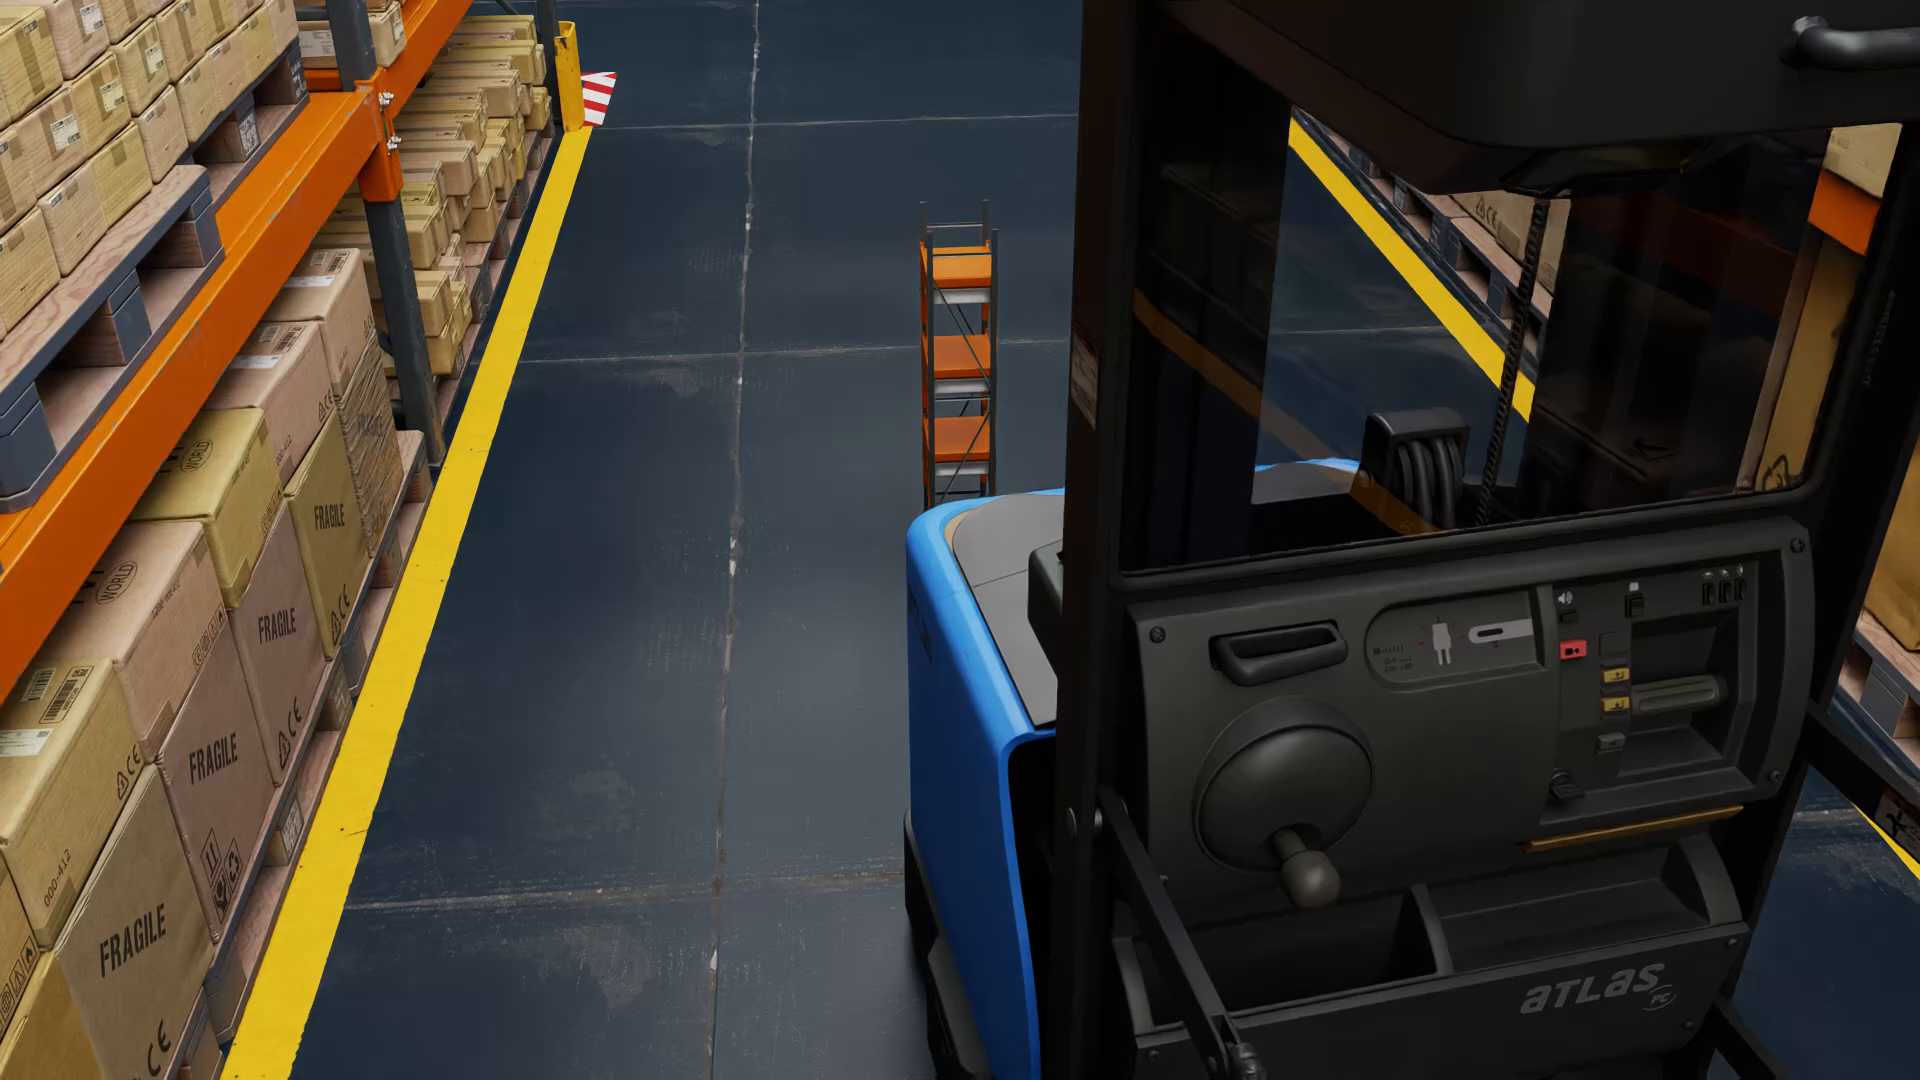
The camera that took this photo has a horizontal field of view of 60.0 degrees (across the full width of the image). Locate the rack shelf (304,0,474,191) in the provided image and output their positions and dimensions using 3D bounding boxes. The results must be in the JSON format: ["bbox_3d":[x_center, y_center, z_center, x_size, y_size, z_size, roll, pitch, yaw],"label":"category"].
[{"bbox_3d":[-2.455,-2.245,6.786,1.077,0.370,4.000,-3,31,-5],"label":"rack shelf"}]

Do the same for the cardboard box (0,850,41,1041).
[{"bbox_3d":[-1.718,0.716,2.423,0.500,0.250,0.500,-4,31,-7],"label":"cardboard box"}]

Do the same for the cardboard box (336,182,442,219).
[{"bbox_3d":[-2.133,-1.201,6.126,0.380,0.149,0.250,-3,31,-5],"label":"cardboard box"}]

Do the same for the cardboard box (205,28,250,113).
[{"bbox_3d":[-1.987,-1.152,4.090,0.380,0.149,0.250,-3,31,-5],"label":"cardboard box"}]

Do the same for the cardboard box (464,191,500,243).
[{"bbox_3d":[-2.144,-1.351,6.958,0.380,0.149,0.250,-4,31,-6],"label":"cardboard box"}]

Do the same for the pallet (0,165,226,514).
[{"bbox_3d":[-2.120,-0.417,3.211,1.003,0.211,1.213,-3,31,-5],"label":"pallet"}]

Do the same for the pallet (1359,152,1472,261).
[{"bbox_3d":[2.541,-1.641,7.792,1.003,0.211,1.213,-3,31,-5],"label":"pallet"}]

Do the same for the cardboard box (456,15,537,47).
[{"bbox_3d":[-2.340,-2.529,8.349,0.380,0.149,0.250,-2,31,-4],"label":"cardboard box"}]

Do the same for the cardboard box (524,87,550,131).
[{"bbox_3d":[-2.260,-2.147,8.289,0.380,0.149,0.250,-2,31,-3],"label":"cardboard box"}]

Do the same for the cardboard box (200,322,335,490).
[{"bbox_3d":[-1.912,-0.331,4.176,0.500,0.250,0.500,-1,31,-2],"label":"cardboard box"}]

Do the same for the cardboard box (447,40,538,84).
[{"bbox_3d":[-2.223,-2.272,7.919,0.380,0.149,0.250,-3,31,-6],"label":"cardboard box"}]

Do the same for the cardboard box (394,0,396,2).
[{"bbox_3d":[-2.144,-1.848,5.663,0.380,0.149,0.250,-4,31,-7],"label":"cardboard box"}]

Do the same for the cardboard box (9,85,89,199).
[{"bbox_3d":[-1.890,-0.743,3.113,0.380,0.149,0.250,-2,31,-3],"label":"cardboard box"}]

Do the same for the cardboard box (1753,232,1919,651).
[{"bbox_3d":[2.881,-0.317,4.517,0.875,0.875,0.875,-2,31,-3],"label":"cardboard box"}]

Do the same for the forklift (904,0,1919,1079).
[{"bbox_3d":[0.723,0.269,1.942,1.130,2.935,3.031,-7,32,-12],"label":"forklift"}]

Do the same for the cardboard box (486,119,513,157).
[{"bbox_3d":[-2.191,-1.743,7.323,0.380,0.149,0.250,-1,31,-2],"label":"cardboard box"}]

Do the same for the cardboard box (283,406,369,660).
[{"bbox_3d":[-1.900,-0.013,4.374,0.500,0.500,0.500,-3,31,-6],"label":"cardboard box"}]

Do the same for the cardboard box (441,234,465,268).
[{"bbox_3d":[-2.155,-1.078,6.501,0.380,0.149,0.250,-3,31,-6],"label":"cardboard box"}]

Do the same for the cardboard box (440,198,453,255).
[{"bbox_3d":[-2.177,-1.203,6.420,0.380,0.149,0.250,-4,31,-7],"label":"cardboard box"}]

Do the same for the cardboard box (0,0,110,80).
[{"bbox_3d":[-1.915,-1.000,3.254,0.380,0.149,0.250,-4,31,-7],"label":"cardboard box"}]

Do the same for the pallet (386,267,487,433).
[{"bbox_3d":[-2.366,-0.677,6.178,1.003,0.211,1.213,-3,31,-5],"label":"pallet"}]

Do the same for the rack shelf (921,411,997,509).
[{"bbox_3d":[-0.005,-0.230,5.174,0.215,0.259,0.240,-3,31,-5],"label":"rack shelf"}]

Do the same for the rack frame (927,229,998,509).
[{"bbox_3d":[0.006,-0.416,4.922,0.200,1.050,0.008,-3,31,-5],"label":"rack frame"}]

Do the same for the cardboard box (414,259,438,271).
[{"bbox_3d":[-2.096,-0.943,5.983,0.380,0.149,0.250,-3,31,-4],"label":"cardboard box"}]

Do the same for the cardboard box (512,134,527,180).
[{"bbox_3d":[-2.199,-1.755,7.634,0.380,0.149,0.250,-4,31,-7],"label":"cardboard box"}]

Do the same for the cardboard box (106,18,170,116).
[{"bbox_3d":[-1.935,-1.006,3.555,0.380,0.149,0.250,-4,31,-7],"label":"cardboard box"}]

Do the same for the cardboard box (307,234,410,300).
[{"bbox_3d":[-2.094,-0.931,5.674,0.380,0.149,0.250,-2,31,-3],"label":"cardboard box"}]

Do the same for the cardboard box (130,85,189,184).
[{"bbox_3d":[-1.933,-0.883,3.638,0.380,0.149,0.250,-4,31,-7],"label":"cardboard box"}]

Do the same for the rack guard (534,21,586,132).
[{"bbox_3d":[-2.635,-2.464,8.887,1.175,0.500,0.348,-3,31,-5],"label":"rack guard"}]

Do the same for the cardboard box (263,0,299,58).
[{"bbox_3d":[-2.034,-1.412,4.525,0.380,0.149,0.250,-3,31,-6],"label":"cardboard box"}]

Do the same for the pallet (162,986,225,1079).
[{"bbox_3d":[-1.966,1.307,2.856,1.003,0.211,1.213,-3,31,-5],"label":"pallet"}]

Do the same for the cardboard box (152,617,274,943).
[{"bbox_3d":[-1.809,0.510,3.499,0.500,0.500,0.500,-4,31,-6],"label":"cardboard box"}]

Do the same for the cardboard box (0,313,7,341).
[{"bbox_3d":[-1.840,-0.350,2.746,0.380,0.149,0.250,-2,31,-3],"label":"cardboard box"}]

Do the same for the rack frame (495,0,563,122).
[{"bbox_3d":[-2.642,-3.575,8.311,1.000,3.000,0.127,-3,31,-5],"label":"rack frame"}]

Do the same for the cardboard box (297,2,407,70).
[{"bbox_3d":[-1.969,-1.586,5.225,0.380,0.149,0.250,-2,31,-3],"label":"cardboard box"}]

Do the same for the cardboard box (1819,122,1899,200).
[{"bbox_3d":[2.511,-0.994,4.135,0.500,0.250,0.500,-3,31,-5],"label":"cardboard box"}]

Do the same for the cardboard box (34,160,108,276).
[{"bbox_3d":[-1.884,-0.611,3.184,0.380,0.149,0.250,-4,31,-6],"label":"cardboard box"}]

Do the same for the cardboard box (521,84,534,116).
[{"bbox_3d":[-2.258,-2.139,7.986,0.380,0.149,0.250,-4,31,-7],"label":"cardboard box"}]

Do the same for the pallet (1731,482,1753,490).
[{"bbox_3d":[2.798,-0.235,5.437,1.003,0.211,1.213,-3,31,-5],"label":"pallet"}]

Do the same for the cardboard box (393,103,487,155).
[{"bbox_3d":[-2.214,-1.730,7.011,0.380,0.149,0.250,-3,31,-4],"label":"cardboard box"}]

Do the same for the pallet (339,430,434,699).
[{"bbox_3d":[-2.194,0.061,4.941,1.003,0.211,1.213,-3,31,-5],"label":"pallet"}]

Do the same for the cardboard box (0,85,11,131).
[{"bbox_3d":[-1.869,-0.735,2.811,0.380,0.149,0.250,-2,31,-3],"label":"cardboard box"}]

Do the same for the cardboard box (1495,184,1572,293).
[{"bbox_3d":[2.699,-1.228,6.470,0.875,0.438,0.875,-3,31,-5],"label":"cardboard box"}]

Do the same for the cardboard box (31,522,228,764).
[{"bbox_3d":[-1.798,0.204,3.280,0.500,0.250,0.500,-3,31,-4],"label":"cardboard box"}]

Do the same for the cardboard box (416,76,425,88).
[{"bbox_3d":[-2.768,-2.116,7.949,0.380,0.149,0.250,-2,31,-4],"label":"cardboard box"}]

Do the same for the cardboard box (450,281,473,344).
[{"bbox_3d":[-2.007,-0.827,6.080,0.380,0.149,0.250,-2,31,-3],"label":"cardboard box"}]

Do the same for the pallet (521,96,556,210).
[{"bbox_3d":[-2.594,-1.923,8.264,1.003,0.211,1.213,-3,31,-5],"label":"pallet"}]

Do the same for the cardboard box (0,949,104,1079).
[{"bbox_3d":[-1.706,1.028,2.631,0.500,0.500,0.500,-4,31,-7],"label":"cardboard box"}]

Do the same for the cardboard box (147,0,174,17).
[{"bbox_3d":[-1.963,-1.262,3.694,0.380,0.149,0.250,-3,31,-5],"label":"cardboard box"}]

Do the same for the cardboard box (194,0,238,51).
[{"bbox_3d":[-1.988,-1.278,4.011,0.380,0.149,0.250,-1,31,-2],"label":"cardboard box"}]

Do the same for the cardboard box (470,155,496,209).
[{"bbox_3d":[-2.140,-1.477,6.878,0.380,0.149,0.250,-3,31,-5],"label":"cardboard box"}]

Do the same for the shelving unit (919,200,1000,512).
[{"bbox_3d":[-0.005,-0.478,5.027,0.215,1.050,0.252,-3,31,-5],"label":"shelving unit"}]

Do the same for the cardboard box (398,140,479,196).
[{"bbox_3d":[-2.123,-1.467,6.571,0.380,0.149,0.250,-2,31,-4],"label":"cardboard box"}]

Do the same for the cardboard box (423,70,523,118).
[{"bbox_3d":[-2.181,-2.002,7.467,0.380,0.149,0.250,-2,31,-3],"label":"cardboard box"}]
